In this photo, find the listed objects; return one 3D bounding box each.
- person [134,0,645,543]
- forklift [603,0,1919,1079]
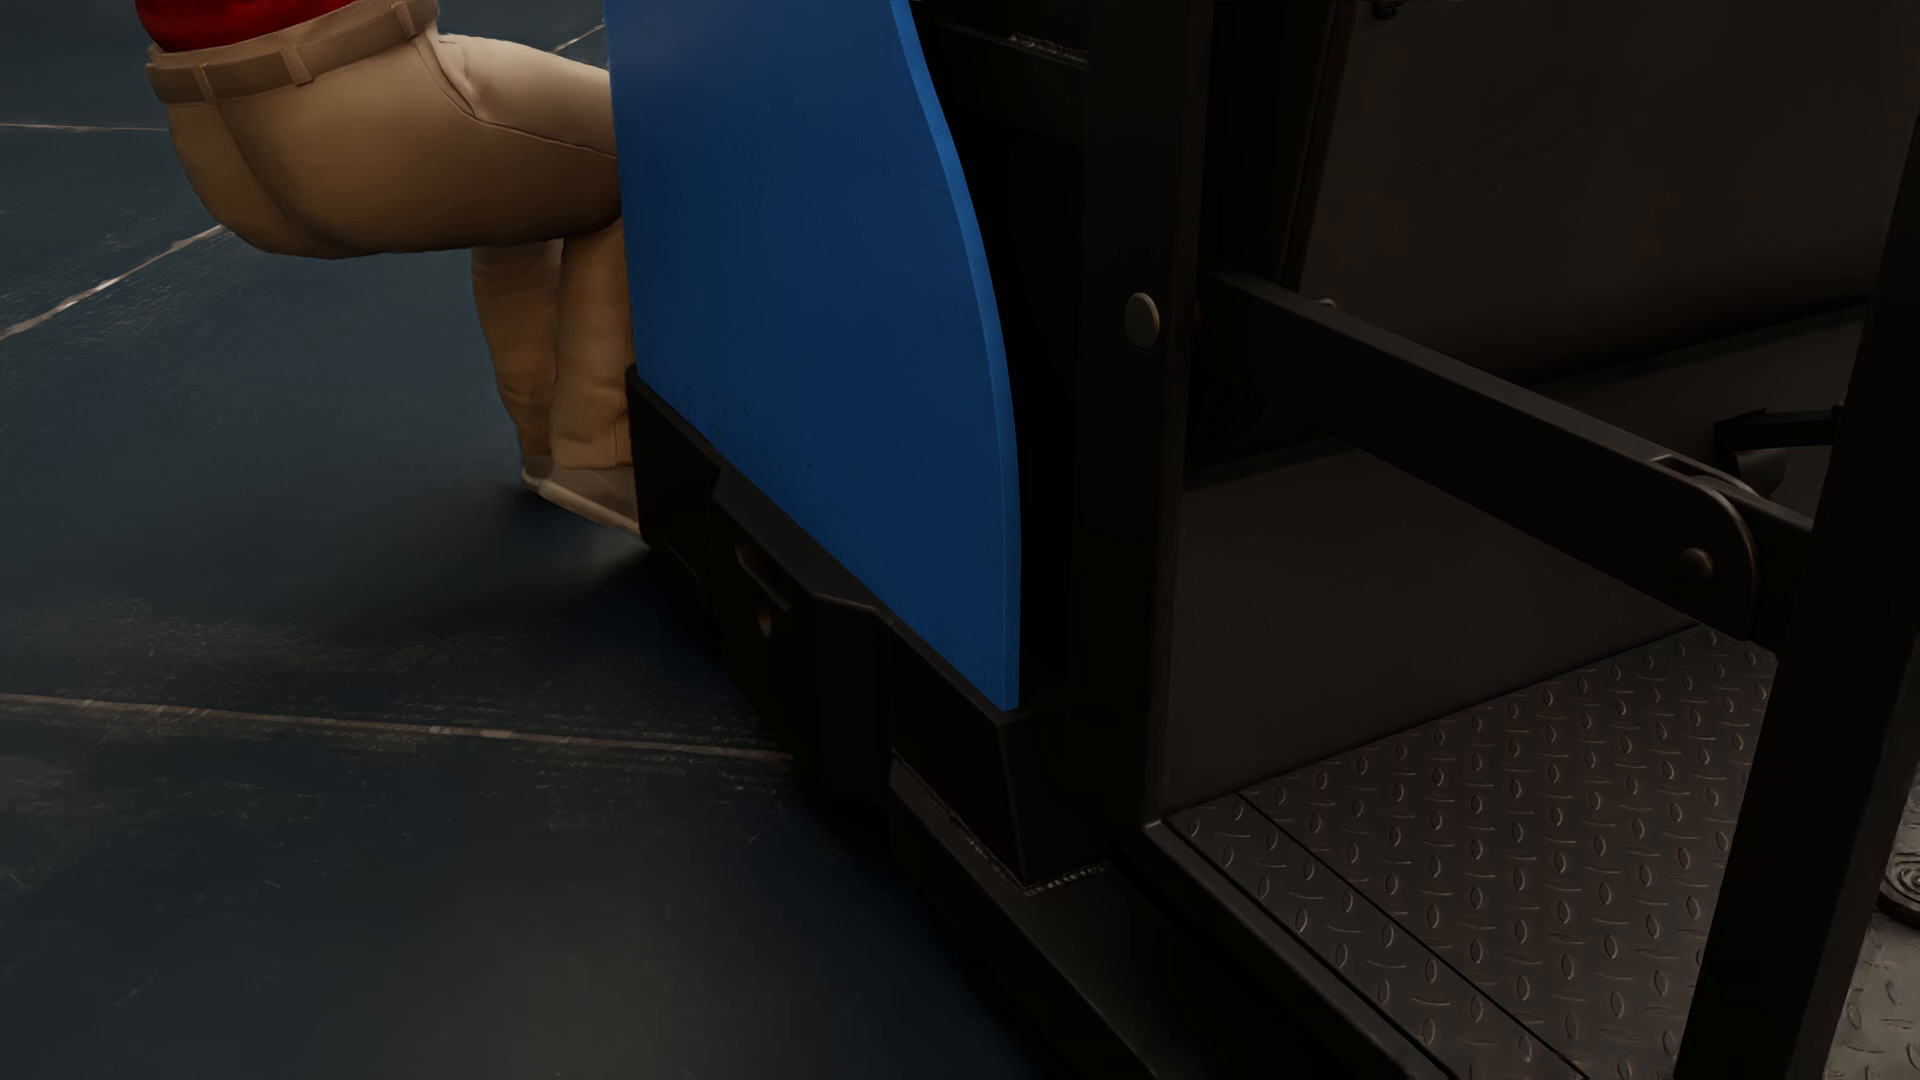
[{"bbox_3d":[-0.652,-0.673,2.185,0.968,1.491,0.846,14,30,26],"label":"person"},{"bbox_3d":[0.707,-0.814,0.848,1.130,2.935,3.031,-14,30,-26],"label":"forklift"}]
